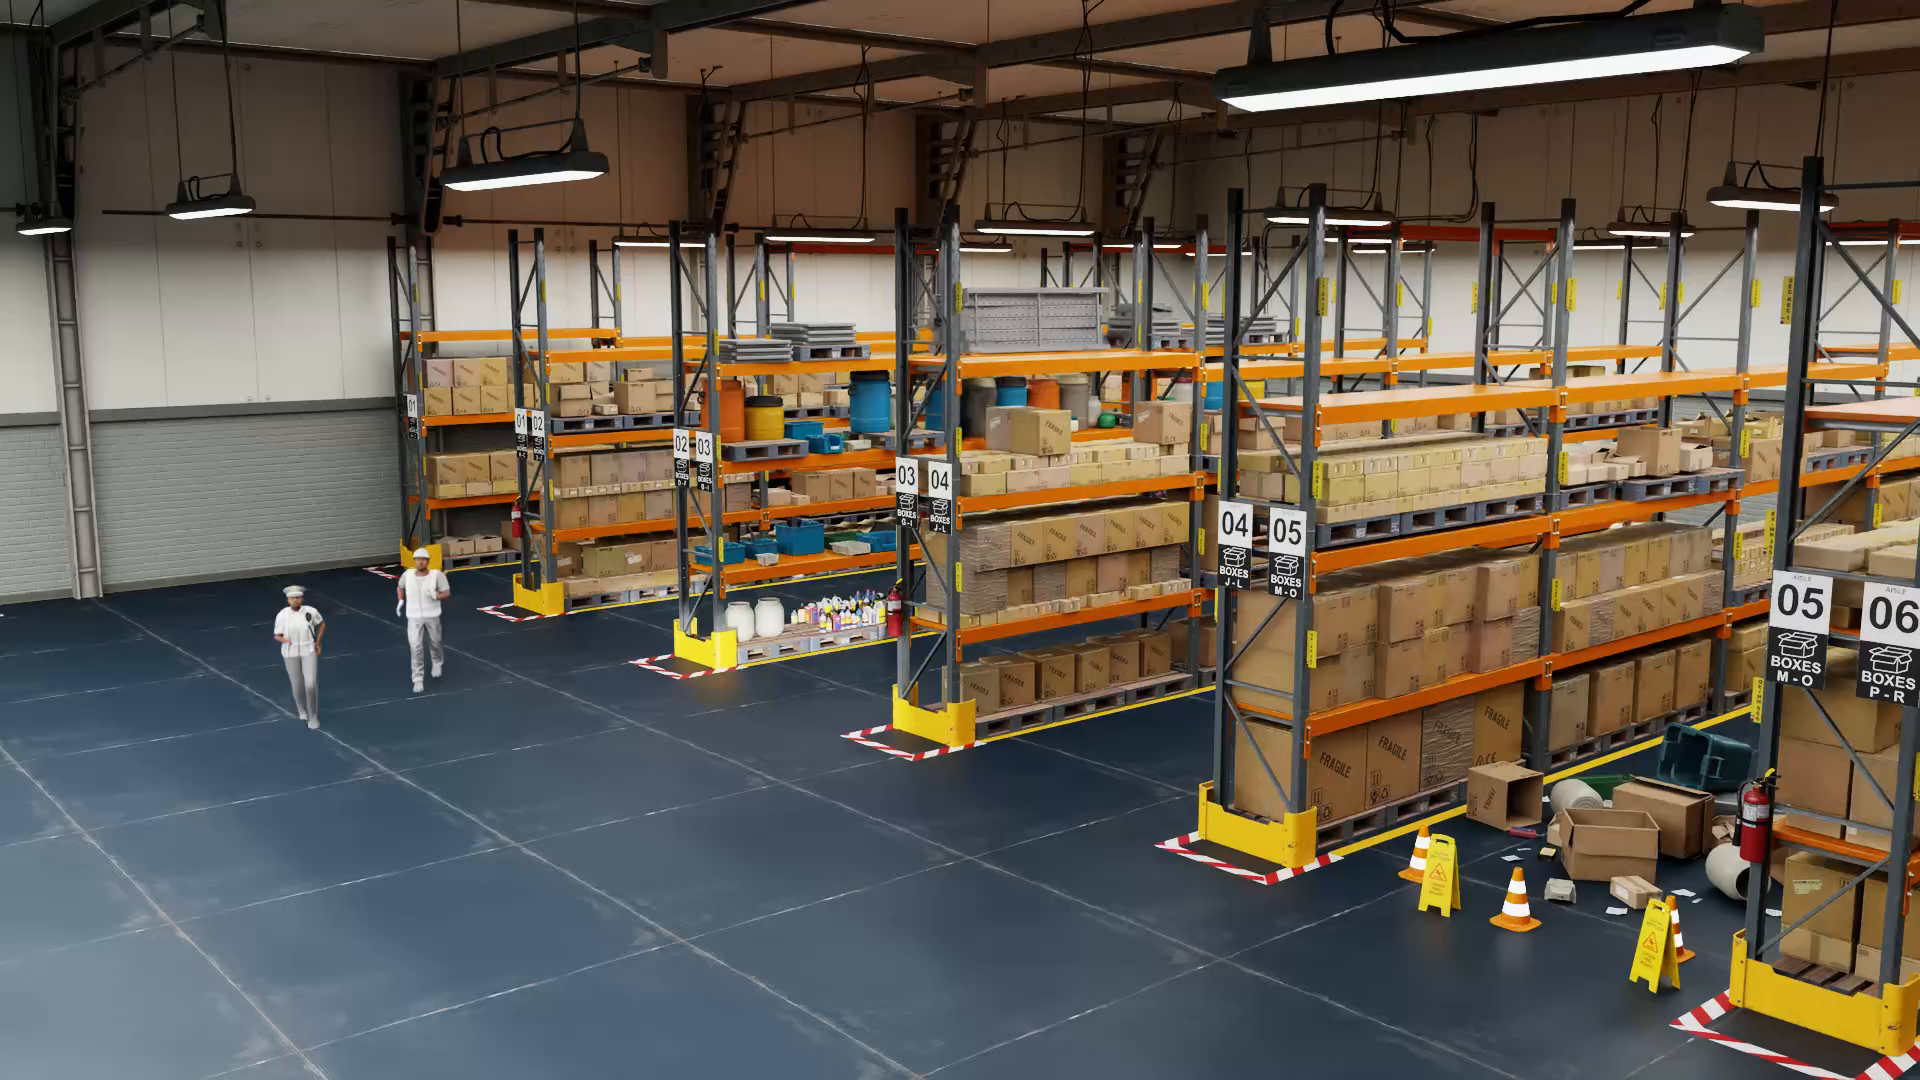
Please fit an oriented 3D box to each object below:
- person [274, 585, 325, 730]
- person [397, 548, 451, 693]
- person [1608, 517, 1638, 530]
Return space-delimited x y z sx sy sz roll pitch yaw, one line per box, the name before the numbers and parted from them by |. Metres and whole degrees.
person | -7.698 1.373 19.423 0.551 1.735 0.720 -3 9 -18
person | -6.882 0.986 21.344 0.673 1.771 0.997 -2 9 -11
person | 10.148 0.387 25.370 0.707 1.798 1.049 8 12 41
